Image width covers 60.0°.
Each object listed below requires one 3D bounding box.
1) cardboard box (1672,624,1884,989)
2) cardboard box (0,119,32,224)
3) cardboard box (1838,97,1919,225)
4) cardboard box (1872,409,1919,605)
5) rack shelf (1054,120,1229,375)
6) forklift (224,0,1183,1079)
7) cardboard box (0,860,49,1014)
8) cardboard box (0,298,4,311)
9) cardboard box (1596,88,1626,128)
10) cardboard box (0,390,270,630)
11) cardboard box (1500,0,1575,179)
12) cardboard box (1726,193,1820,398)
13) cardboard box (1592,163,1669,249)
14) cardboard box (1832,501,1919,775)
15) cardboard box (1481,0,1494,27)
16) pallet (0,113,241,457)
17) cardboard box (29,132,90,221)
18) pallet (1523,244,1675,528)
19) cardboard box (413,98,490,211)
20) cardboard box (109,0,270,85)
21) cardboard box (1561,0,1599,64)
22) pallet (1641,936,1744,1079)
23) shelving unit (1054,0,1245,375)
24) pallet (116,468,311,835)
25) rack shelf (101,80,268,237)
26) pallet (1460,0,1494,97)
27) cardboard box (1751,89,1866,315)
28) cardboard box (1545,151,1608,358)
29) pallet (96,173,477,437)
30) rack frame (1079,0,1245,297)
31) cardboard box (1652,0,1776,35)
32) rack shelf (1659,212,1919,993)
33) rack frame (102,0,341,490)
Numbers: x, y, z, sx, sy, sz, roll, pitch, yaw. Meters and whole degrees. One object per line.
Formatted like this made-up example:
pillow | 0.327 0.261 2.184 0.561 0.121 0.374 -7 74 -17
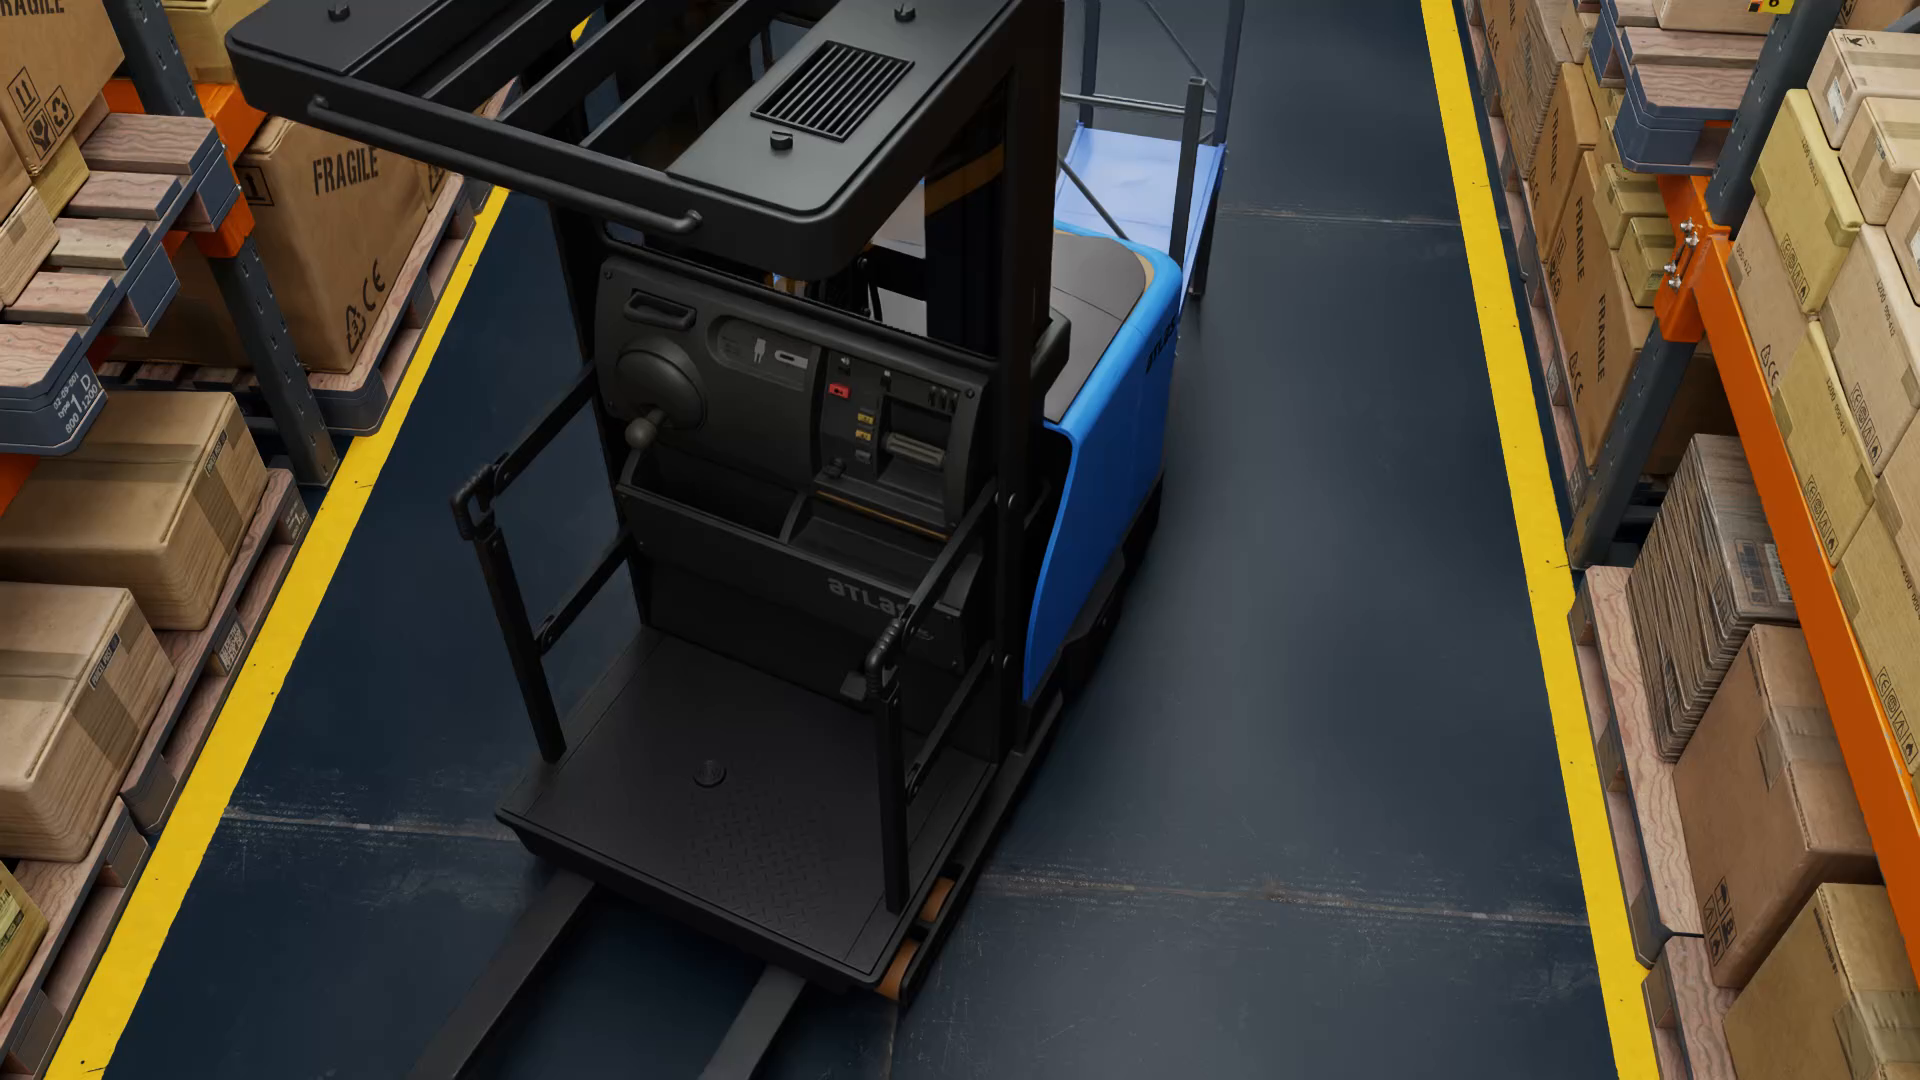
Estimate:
cardboard box | 2.276 0.673 3.927 0.875 0.625 0.625 5 48 5
cardboard box | -2.346 -0.799 3.394 0.500 0.500 0.500 3 48 3
cardboard box | 2.053 -0.767 3.412 0.380 0.149 0.250 5 48 4
cardboard box | 2.002 0.017 2.964 0.500 0.250 0.500 3 48 3
rack shelf | 0.522 -0.966 5.361 0.538 0.185 1.000 11 48 10
forklift | -0.477 -0.212 3.458 1.130 2.935 3.031 20 51 17
cardboard box | -2.741 1.003 3.796 0.950 0.372 0.625 5 48 5
cardboard box | -2.302 -0.482 3.544 0.380 0.149 0.250 2 48 2
cardboard box | 2.322 -1.406 5.473 0.380 0.149 0.250 5 48 5
cardboard box | -2.607 -0.097 4.802 0.950 0.372 0.625 1 48 1
cardboard box | 2.352 -1.683 6.166 0.500 0.500 0.500 2 48 2
cardboard box | 2.114 -0.565 3.836 0.500 0.250 0.500 4 48 4
cardboard box | 2.185 -1.025 5.124 0.380 0.149 0.250 2 48 2
cardboard box | 2.024 0.183 3.151 0.500 0.250 0.500 2 48 2
cardboard box | 2.456 -2.430 6.850 0.500 0.500 0.500 3 48 3
pallet | -2.504 -0.661 3.952 1.213 0.211 1.003 4 48 4
cardboard box | -2.293 -0.855 3.885 0.380 0.149 0.250 5 48 4
pallet | 2.504 -0.530 5.592 1.003 0.211 1.213 4 48 4
cardboard box | -2.314 -1.838 6.054 0.875 0.875 0.875 4 48 4
cardboard box | -2.250 -1.548 4.735 0.500 0.250 0.500 3 48 3
cardboard box | 2.340 -1.795 5.829 0.380 0.149 0.250 2 48 2
pallet | 2.171 1.512 3.724 1.003 0.211 1.213 4 48 4
shelving unit | 0.522 -1.088 5.228 0.538 1.500 1.048 11 48 10
pallet | -2.618 0.259 4.870 1.003 0.211 1.213 4 48 4
rack shelf | -2.363 -2.483 5.976 1.077 0.370 4.000 4 48 4
pallet | 2.726 -2.323 7.232 1.003 0.211 1.213 4 48 4
cardboard box | 2.090 -0.735 3.653 0.500 0.250 0.500 4 48 3
cardboard box | 2.279 -0.916 5.464 0.500 0.500 0.500 3 48 3
pallet | -2.398 -0.890 5.921 1.003 0.211 1.213 4 48 4
rack frame | 0.650 -1.450 5.560 0.500 1.500 0.032 11 48 10
cardboard box | 2.076 -1.491 4.466 0.380 0.149 0.250 5 48 4
rack shelf | 2.216 0.787 2.985 1.077 0.370 4.000 4 48 4
rack frame | -2.545 -1.256 4.366 1.000 3.000 0.127 4 48 4
